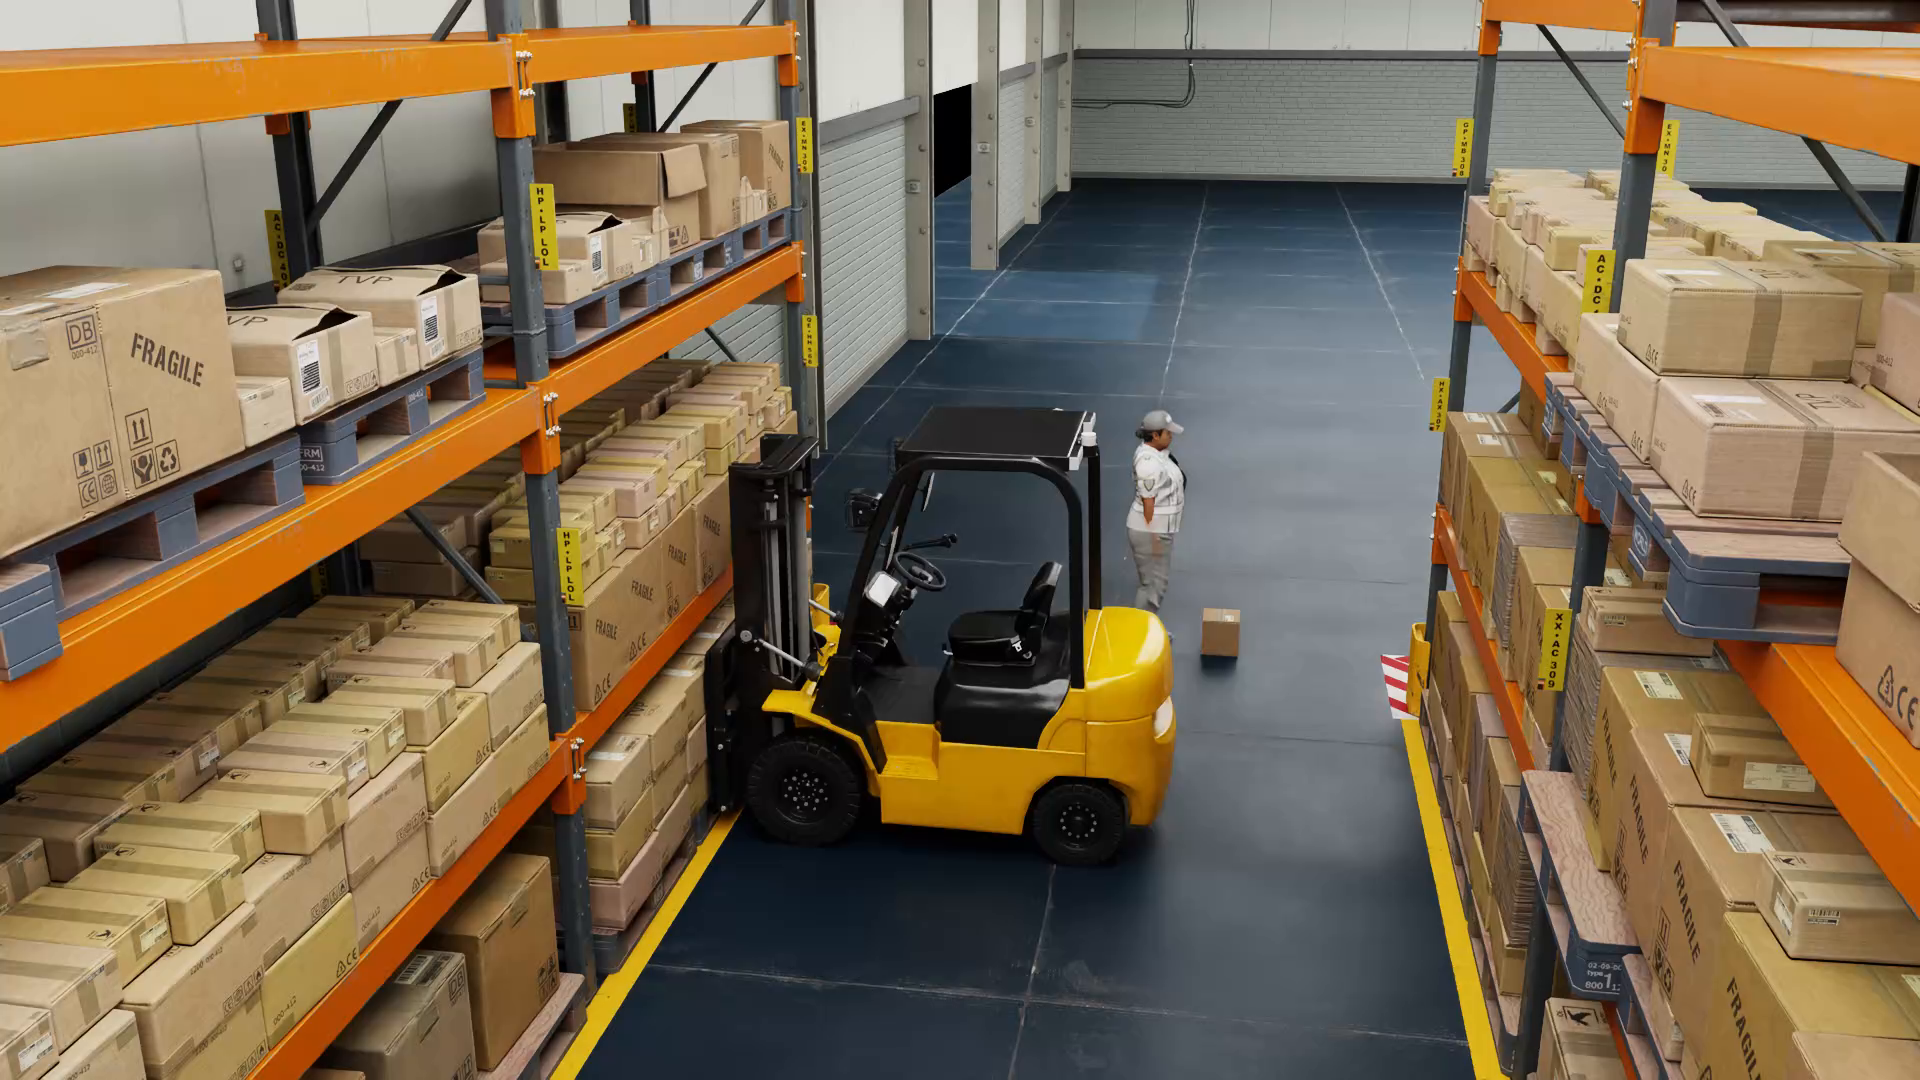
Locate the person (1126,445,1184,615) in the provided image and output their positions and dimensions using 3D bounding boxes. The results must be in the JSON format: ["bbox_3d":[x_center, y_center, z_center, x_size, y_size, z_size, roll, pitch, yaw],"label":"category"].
[{"bbox_3d":[1.311,0.020,11.266,0.380,1.354,0.425,3,18,10],"label":"person"}]
